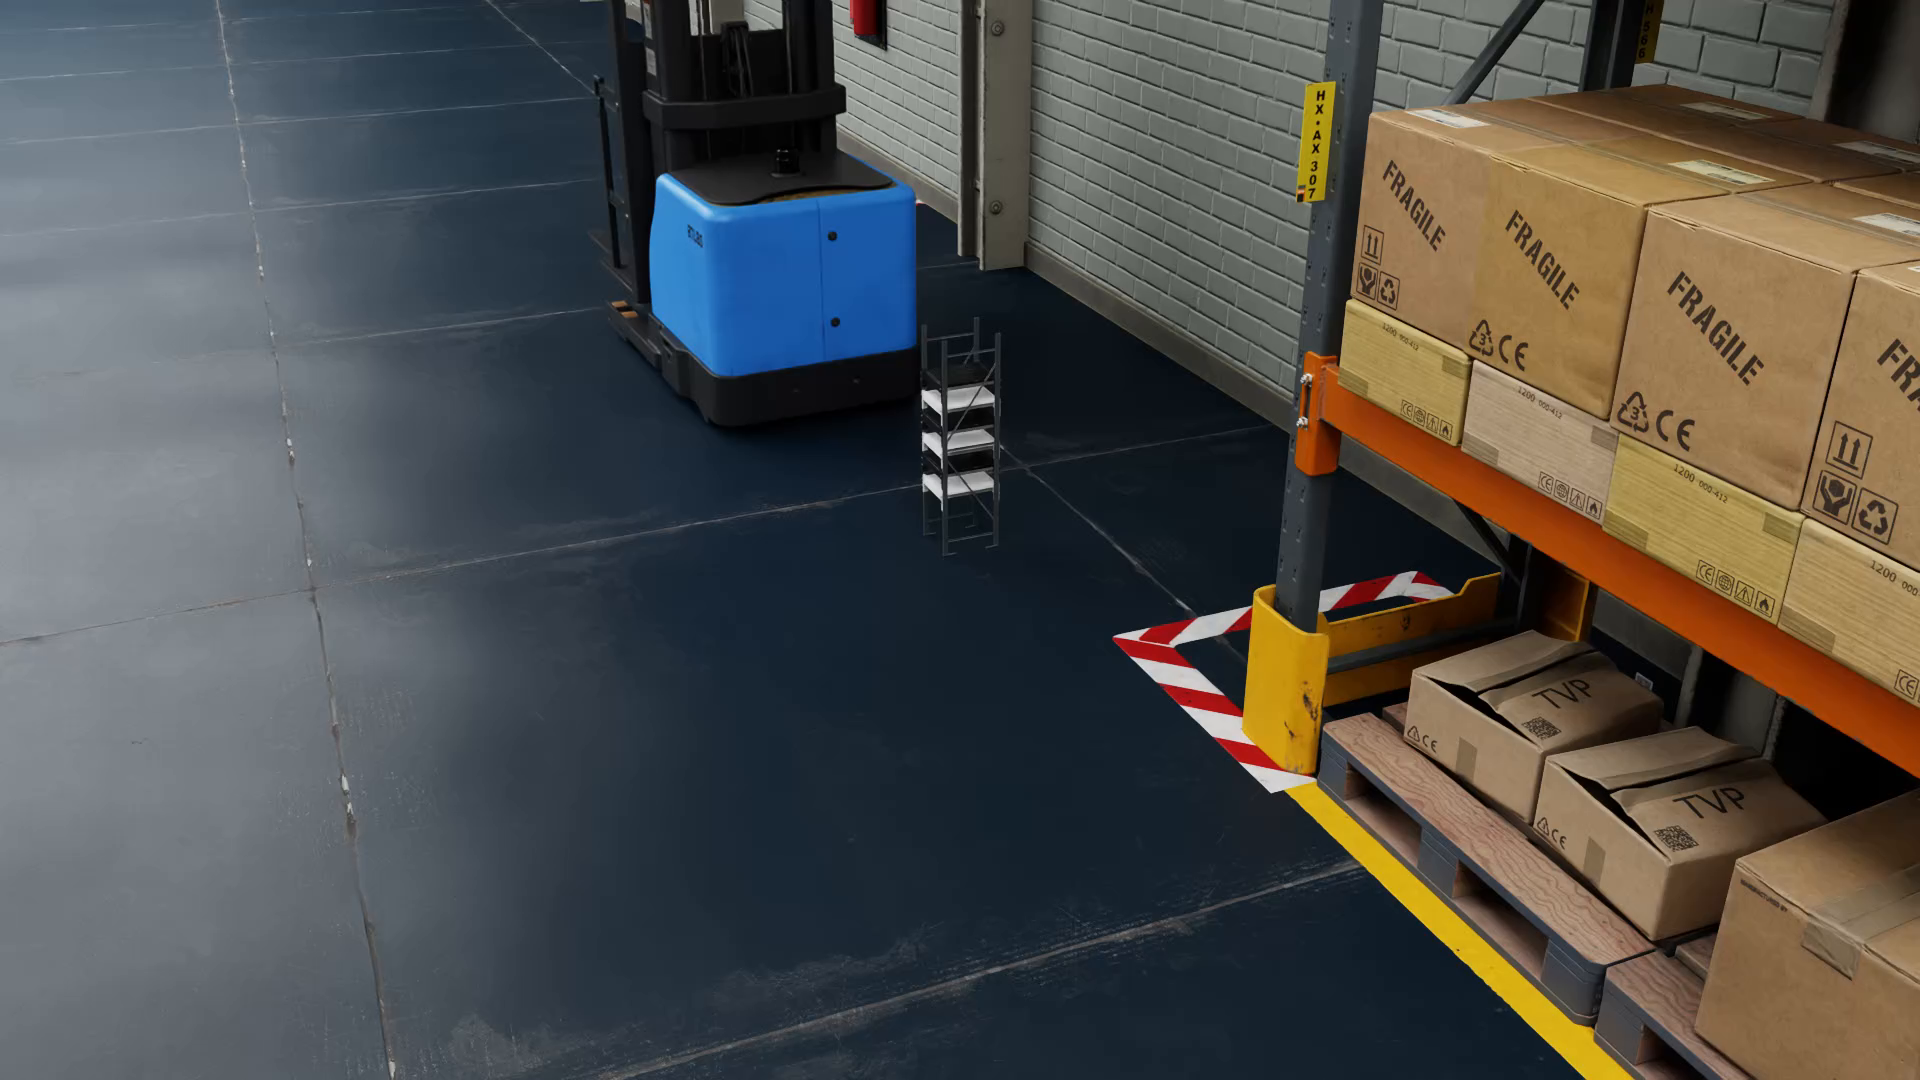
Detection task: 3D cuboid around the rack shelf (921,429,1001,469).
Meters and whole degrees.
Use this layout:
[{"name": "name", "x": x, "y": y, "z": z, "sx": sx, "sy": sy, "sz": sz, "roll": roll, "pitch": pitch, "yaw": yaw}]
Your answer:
[{"name": "rack shelf", "x": 0.003, "y": -0.371, "z": 6.560, "sx": 0.258, "sy": 0.077, "sz": 0.200, "roll": -11, "pitch": 28, "yaw": -21}]

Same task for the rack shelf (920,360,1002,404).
[{"name": "rack shelf", "x": 0.003, "y": -0.614, "z": 6.442, "sx": 0.258, "sy": 0.077, "sz": 0.200, "roll": -11, "pitch": 28, "yaw": -21}]

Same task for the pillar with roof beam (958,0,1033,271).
[{"name": "pillar with roof beam", "x": -3.758, "y": -5.045, "z": 6.825, "sx": 9.100, "sy": 9.000, "sz": 0.400, "roll": -11, "pitch": 28, "yaw": -21}]

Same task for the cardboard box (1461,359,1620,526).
[{"name": "cardboard box", "x": 1.599, "y": -0.283, "z": 4.059, "sx": 0.500, "sy": 0.250, "sz": 0.500, "roll": -11, "pitch": 28, "yaw": -22}]

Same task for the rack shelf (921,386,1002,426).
[{"name": "rack shelf", "x": 0.003, "y": -0.533, "z": 6.481, "sx": 0.258, "sy": 0.077, "sz": 0.200, "roll": -11, "pitch": 28, "yaw": -21}]

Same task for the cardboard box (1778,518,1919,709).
[{"name": "cardboard box", "x": 1.989, "y": 0.128, "z": 3.217, "sx": 0.500, "sy": 0.250, "sz": 0.500, "roll": -10, "pitch": 28, "yaw": -20}]

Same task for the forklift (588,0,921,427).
[{"name": "forklift", "x": -1.287, "y": -2.456, "z": 8.439, "sx": 1.130, "sy": 2.935, "sz": 3.031, "roll": -12, "pitch": 29, "yaw": -23}]

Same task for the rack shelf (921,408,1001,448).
[{"name": "rack shelf", "x": 0.003, "y": -0.452, "z": 6.521, "sx": 0.258, "sy": 0.077, "sz": 0.200, "roll": -11, "pitch": 28, "yaw": -21}]

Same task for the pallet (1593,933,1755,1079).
[{"name": "pallet", "x": 2.272, "y": 1.309, "z": 3.828, "sx": 1.003, "sy": 0.211, "sz": 1.213, "roll": -11, "pitch": 28, "yaw": -21}]

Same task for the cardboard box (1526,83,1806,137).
[{"name": "cardboard box", "x": 1.863, "y": -0.925, "z": 4.519, "sx": 0.500, "sy": 0.500, "sz": 0.500, "roll": -11, "pitch": 28, "yaw": -21}]

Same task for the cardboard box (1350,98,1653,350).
[{"name": "cardboard box", "x": 1.394, "y": -0.834, "z": 4.333, "sx": 0.500, "sy": 0.500, "sz": 0.500, "roll": -11, "pitch": 28, "yaw": -21}]

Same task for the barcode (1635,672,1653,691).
[{"name": "barcode", "x": 2.046, "y": 0.440, "z": 4.983, "sx": 0.001, "sy": 0.075, "sz": 0.075, "roll": -11, "pitch": 28, "yaw": -21}]

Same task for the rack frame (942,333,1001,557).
[{"name": "rack frame", "x": 0.043, "y": -0.360, "z": 6.462, "sx": 0.240, "sy": 0.900, "sz": 0.006, "roll": -11, "pitch": 28, "yaw": -21}]

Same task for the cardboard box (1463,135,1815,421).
[{"name": "cardboard box", "x": 1.578, "y": -0.633, "z": 3.921, "sx": 0.500, "sy": 0.500, "sz": 0.500, "roll": -10, "pitch": 28, "yaw": -20}]

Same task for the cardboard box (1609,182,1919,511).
[{"name": "cardboard box", "x": 1.775, "y": -0.423, "z": 3.492, "sx": 0.500, "sy": 0.500, "sz": 0.500, "roll": -12, "pitch": 28, "yaw": -22}]

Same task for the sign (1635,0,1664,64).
[{"name": "sign", "x": 2.002, "y": -1.550, "z": 4.825, "sx": 0.100, "sy": 0.325, "sz": 0.005, "roll": -11, "pitch": 28, "yaw": -21}]

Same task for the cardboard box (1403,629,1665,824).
[{"name": "cardboard box", "x": 1.671, "y": 0.505, "z": 4.860, "sx": 0.500, "sy": 0.311, "sz": 0.500, "roll": -14, "pitch": 29, "yaw": -26}]

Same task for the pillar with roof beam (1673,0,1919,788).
[{"name": "pillar with roof beam", "x": -1.408, "y": -2.622, "z": 1.864, "sx": 9.100, "sy": 9.000, "sz": 0.400, "roll": -11, "pitch": 28, "yaw": -21}]

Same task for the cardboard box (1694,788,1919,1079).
[{"name": "cardboard box", "x": 2.136, "y": 0.955, "z": 3.723, "sx": 0.700, "sy": 0.500, "sz": 0.500, "roll": -12, "pitch": 29, "yaw": -24}]

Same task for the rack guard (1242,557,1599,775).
[{"name": "rack guard", "x": 1.513, "y": 0.354, "z": 5.456, "sx": 1.175, "sy": 0.500, "sz": 0.348, "roll": -11, "pitch": 28, "yaw": -21}]

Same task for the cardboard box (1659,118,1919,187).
[{"name": "cardboard box", "x": 2.051, "y": -0.720, "z": 4.099, "sx": 0.500, "sy": 0.500, "sz": 0.500, "roll": -10, "pitch": 28, "yaw": -20}]

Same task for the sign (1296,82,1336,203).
[{"name": "sign", "x": 0.984, "y": -1.096, "z": 4.589, "sx": 0.100, "sy": 0.325, "sz": 0.005, "roll": -11, "pitch": 28, "yaw": -21}]

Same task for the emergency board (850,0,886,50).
[{"name": "emergency board", "x": -0.729, "y": -4.093, "z": 11.713, "sx": 0.194, "sy": 1.169, "sz": 0.643, "roll": -11, "pitch": 28, "yaw": -21}]

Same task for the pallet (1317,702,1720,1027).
[{"name": "pallet", "x": 1.799, "y": 0.818, "z": 4.835, "sx": 1.003, "sy": 0.211, "sz": 1.213, "roll": -11, "pitch": 28, "yaw": -21}]

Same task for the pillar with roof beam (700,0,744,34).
[{"name": "pillar with roof beam", "x": -6.107, "y": -7.467, "z": 11.786, "sx": 9.100, "sy": 9.000, "sz": 0.400, "roll": -11, "pitch": 28, "yaw": -21}]

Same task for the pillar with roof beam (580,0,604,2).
[{"name": "pillar with roof beam", "x": -8.457, "y": -9.889, "z": 16.747, "sx": 9.100, "sy": 9.000, "sz": 0.400, "roll": -11, "pitch": 28, "yaw": -21}]

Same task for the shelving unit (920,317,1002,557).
[{"name": "shelving unit", "x": 0.003, "y": -0.401, "z": 6.546, "sx": 0.258, "sy": 0.900, "sz": 0.210, "roll": -11, "pitch": 28, "yaw": -21}]

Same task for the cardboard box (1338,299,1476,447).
[{"name": "cardboard box", "x": 1.382, "y": -0.490, "z": 4.483, "sx": 0.500, "sy": 0.250, "sz": 0.500, "roll": -11, "pitch": 28, "yaw": -22}]

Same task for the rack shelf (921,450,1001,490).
[{"name": "rack shelf", "x": 0.003, "y": -0.290, "z": 6.600, "sx": 0.258, "sy": 0.077, "sz": 0.200, "roll": -11, "pitch": 28, "yaw": -21}]

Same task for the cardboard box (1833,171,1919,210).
[{"name": "cardboard box", "x": 2.258, "y": -0.512, "z": 3.673, "sx": 0.500, "sy": 0.500, "sz": 0.500, "roll": -11, "pitch": 28, "yaw": -22}]

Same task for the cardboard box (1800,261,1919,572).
[{"name": "cardboard box", "x": 1.988, "y": -0.217, "z": 3.069, "sx": 0.500, "sy": 0.500, "sz": 0.500, "roll": -10, "pitch": 28, "yaw": -19}]

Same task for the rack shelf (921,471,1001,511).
[{"name": "rack shelf", "x": 0.003, "y": -0.209, "z": 6.639, "sx": 0.258, "sy": 0.077, "sz": 0.200, "roll": -11, "pitch": 28, "yaw": -21}]

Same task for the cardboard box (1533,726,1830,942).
[{"name": "cardboard box", "x": 1.895, "y": 0.735, "z": 4.388, "sx": 0.500, "sy": 0.311, "sz": 0.500, "roll": -8, "pitch": 27, "yaw": -16}]

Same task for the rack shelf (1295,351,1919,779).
[{"name": "rack shelf", "x": 2.266, "y": 0.331, "z": 3.474, "sx": 1.077, "sy": 0.370, "sz": 4.000, "roll": -11, "pitch": 28, "yaw": -21}]

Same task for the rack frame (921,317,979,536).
[{"name": "rack frame", "x": -0.037, "y": -0.442, "z": 6.630, "sx": 0.240, "sy": 0.900, "sz": 0.006, "roll": -11, "pitch": 28, "yaw": -21}]

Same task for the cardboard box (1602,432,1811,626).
[{"name": "cardboard box", "x": 1.793, "y": -0.076, "z": 3.636, "sx": 0.500, "sy": 0.250, "sz": 0.500, "roll": -11, "pitch": 28, "yaw": -21}]

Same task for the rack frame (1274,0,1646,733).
[{"name": "rack frame", "x": 1.483, "y": -0.800, "z": 4.970, "sx": 1.000, "sy": 3.000, "sz": 0.127, "roll": -11, "pitch": 28, "yaw": -21}]
